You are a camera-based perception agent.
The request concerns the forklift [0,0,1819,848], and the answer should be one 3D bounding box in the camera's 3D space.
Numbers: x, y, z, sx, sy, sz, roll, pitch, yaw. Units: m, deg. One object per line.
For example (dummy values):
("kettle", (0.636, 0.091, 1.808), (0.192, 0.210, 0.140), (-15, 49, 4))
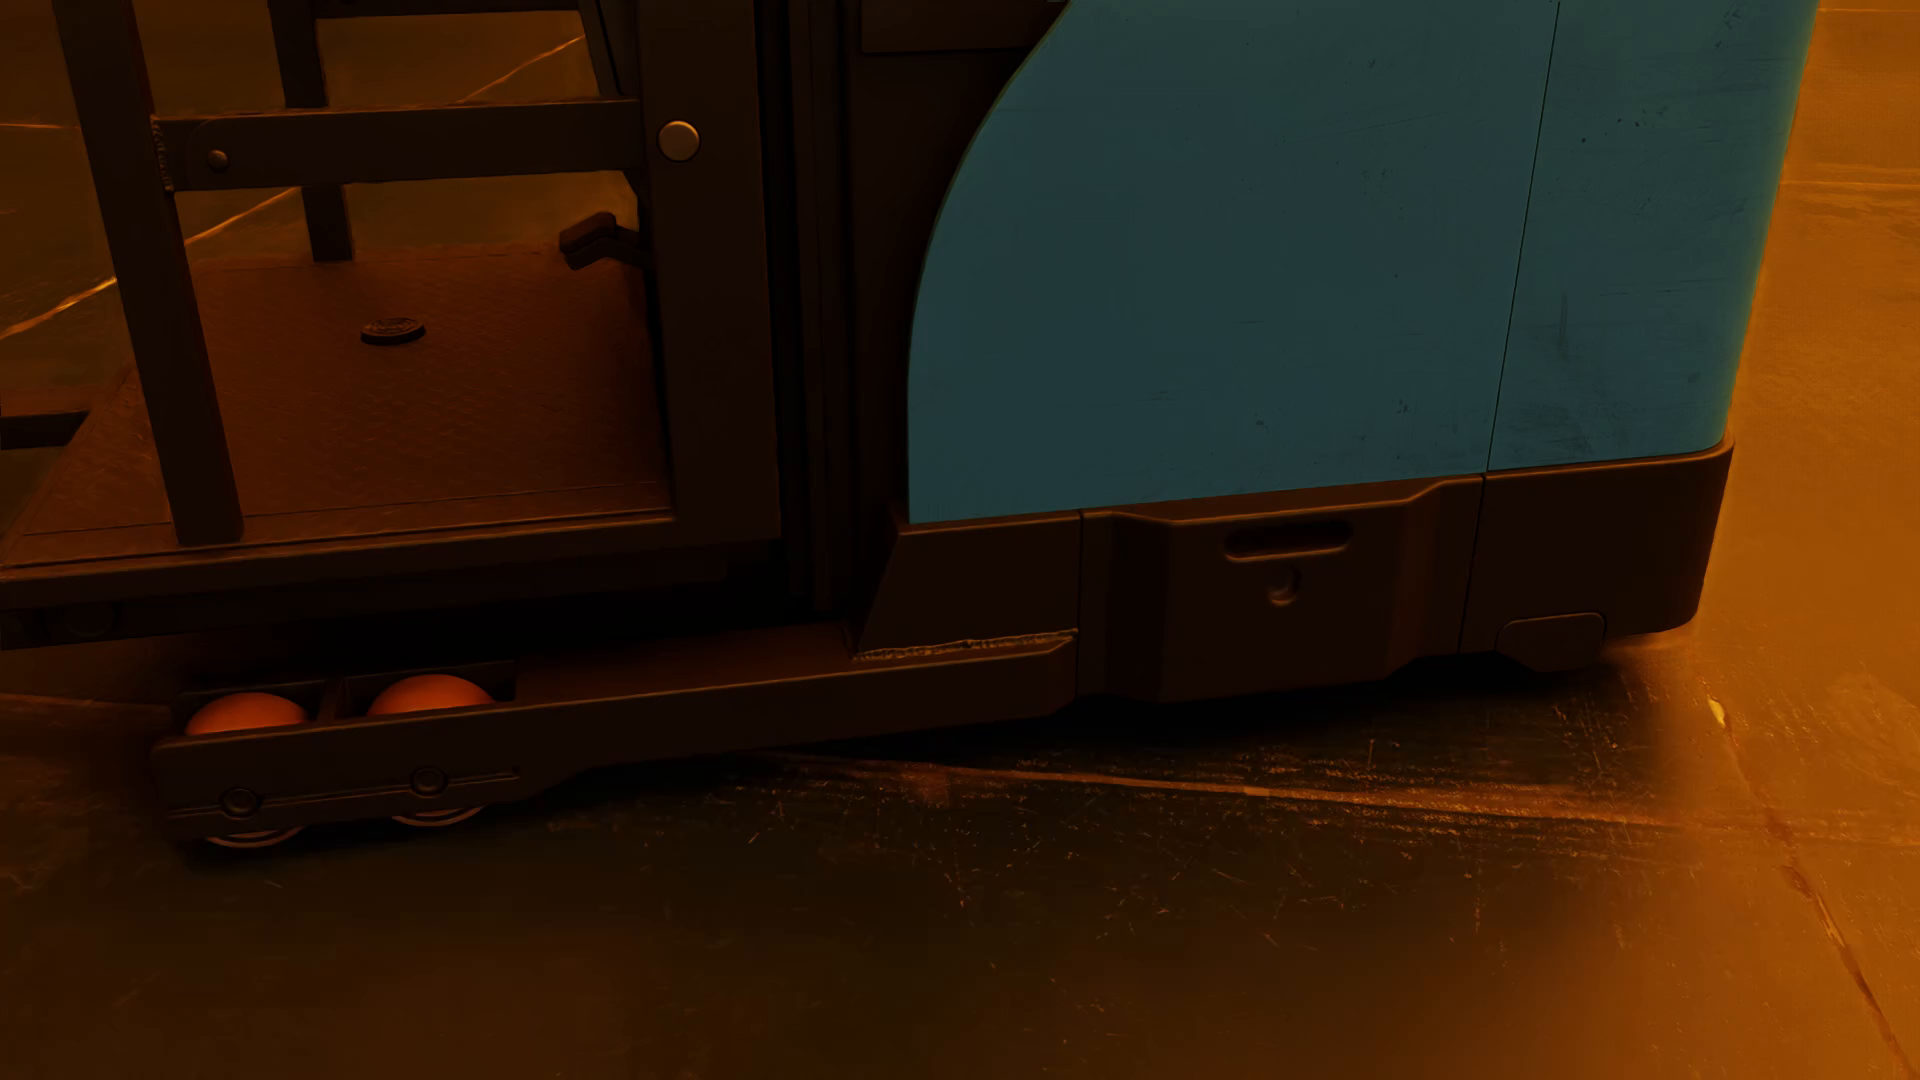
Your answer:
("forklift", (-0.604, -1.232, 1.685), (3.031, 2.935, 1.130), (-5, 27, -10))
